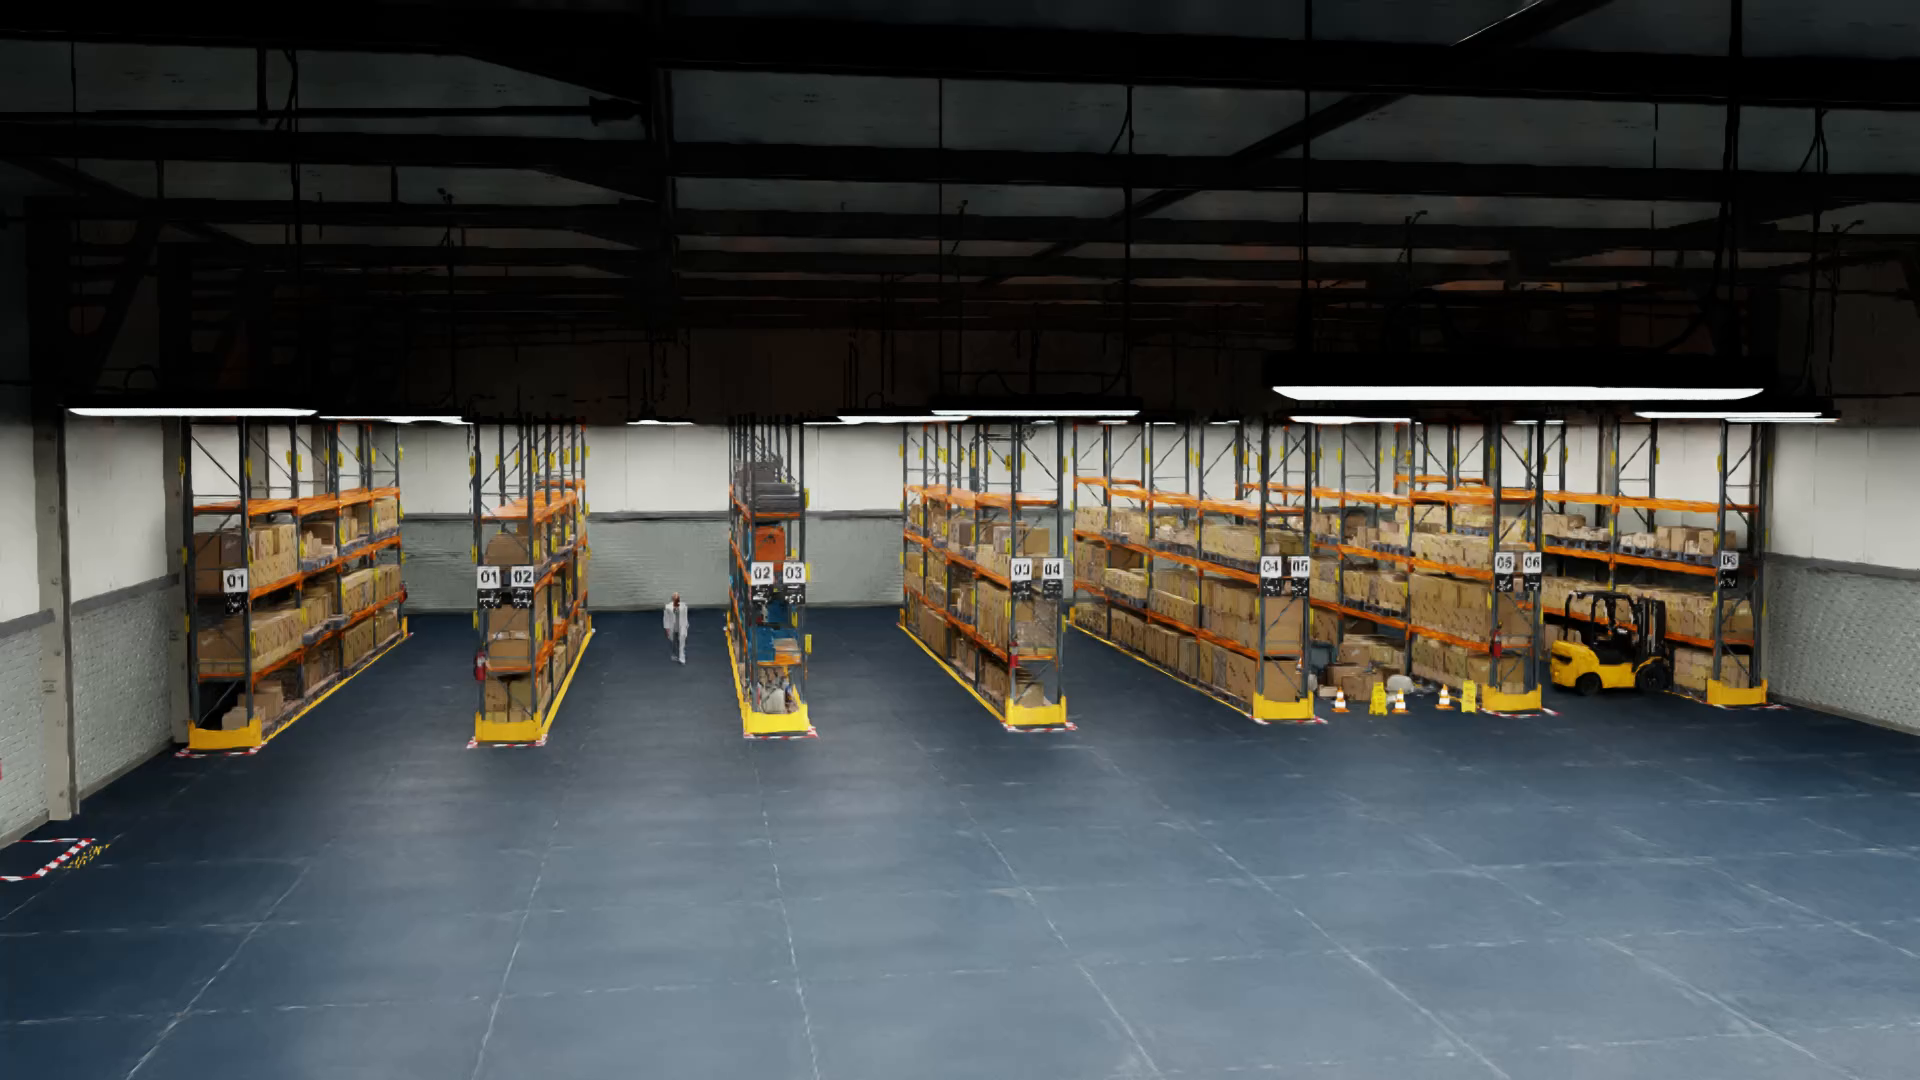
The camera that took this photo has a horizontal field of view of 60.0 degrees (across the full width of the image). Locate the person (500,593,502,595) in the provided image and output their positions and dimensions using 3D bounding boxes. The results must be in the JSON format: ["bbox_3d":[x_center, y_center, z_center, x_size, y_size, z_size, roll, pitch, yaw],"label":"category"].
[{"bbox_3d":[-12.855,1.718,46.440,0.384,1.678,0.558,1,4,8],"label":"person"}]

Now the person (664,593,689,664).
[{"bbox_3d":[-6.871,2.119,40.258,0.598,1.698,1.194,0,4,-7],"label":"person"}]
